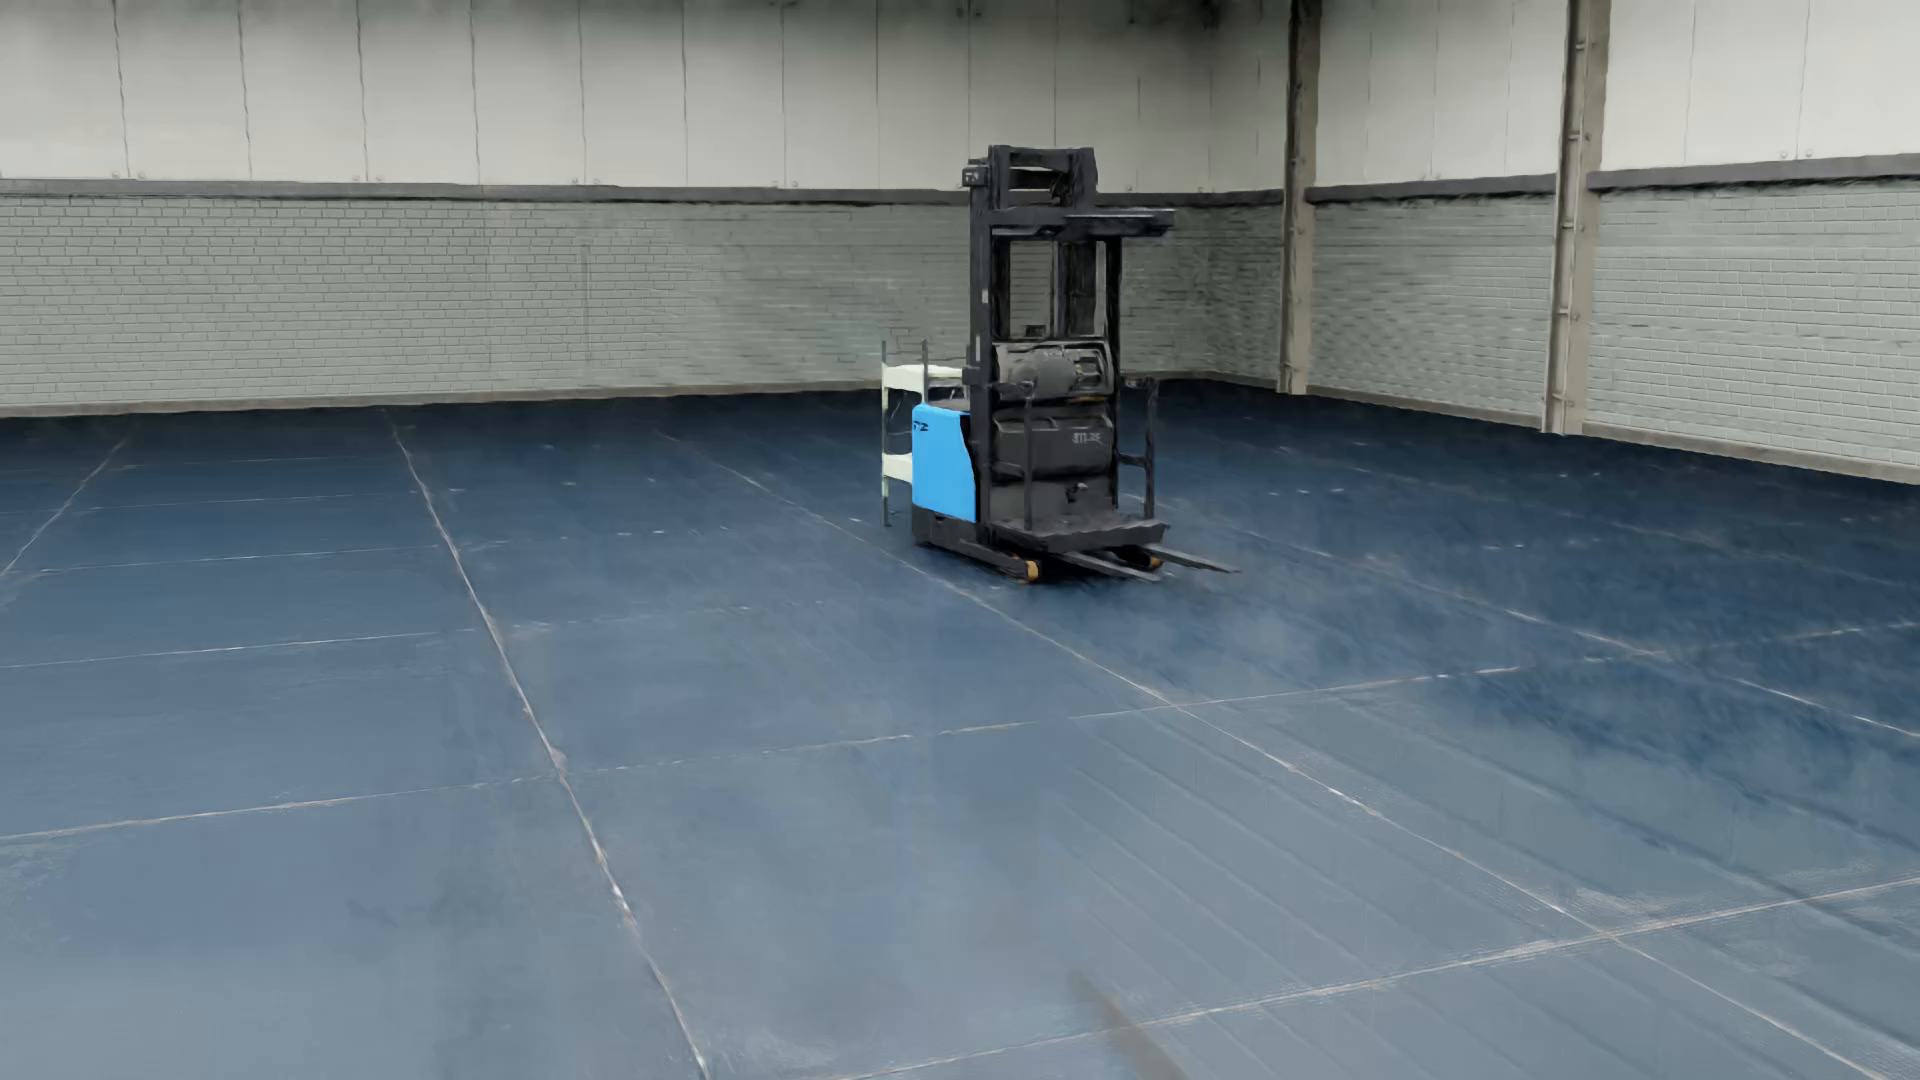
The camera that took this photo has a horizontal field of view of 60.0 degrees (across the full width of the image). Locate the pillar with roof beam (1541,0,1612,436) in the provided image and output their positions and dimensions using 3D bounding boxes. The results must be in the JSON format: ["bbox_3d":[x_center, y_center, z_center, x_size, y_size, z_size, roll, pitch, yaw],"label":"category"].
[{"bbox_3d":[3.288,-5.446,17.842,9.100,9.000,0.400,-4,11,-21],"label":"pillar with roof beam"}]

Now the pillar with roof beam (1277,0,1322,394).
[{"bbox_3d":[1.114,-6.426,23.348,9.100,9.000,0.400,-4,11,-21],"label":"pillar with roof beam"}]

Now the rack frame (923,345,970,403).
[{"bbox_3d":[-0.100,-0.754,12.876,0.400,1.500,0.023,-5,11,-28],"label":"rack frame"}]

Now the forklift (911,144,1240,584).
[{"bbox_3d":[0.766,-1.233,11.481,1.130,2.935,3.031,-5,11,-28],"label":"forklift"}]

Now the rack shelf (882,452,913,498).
[{"bbox_3d":[-0.274,-0.489,13.251,0.431,0.370,0.720,-5,11,-28],"label":"rack shelf"}]

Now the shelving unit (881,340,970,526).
[{"bbox_3d":[-0.274,-0.810,13.193,0.431,1.500,0.755,-5,11,-28],"label":"shelving unit"}]

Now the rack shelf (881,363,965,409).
[{"bbox_3d":[-0.274,-1.195,13.125,0.431,0.370,0.720,-5,11,-28],"label":"rack shelf"}]

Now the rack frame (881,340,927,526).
[{"bbox_3d":[-0.448,-0.867,13.511,0.400,1.500,0.023,-5,11,-28],"label":"rack frame"}]
